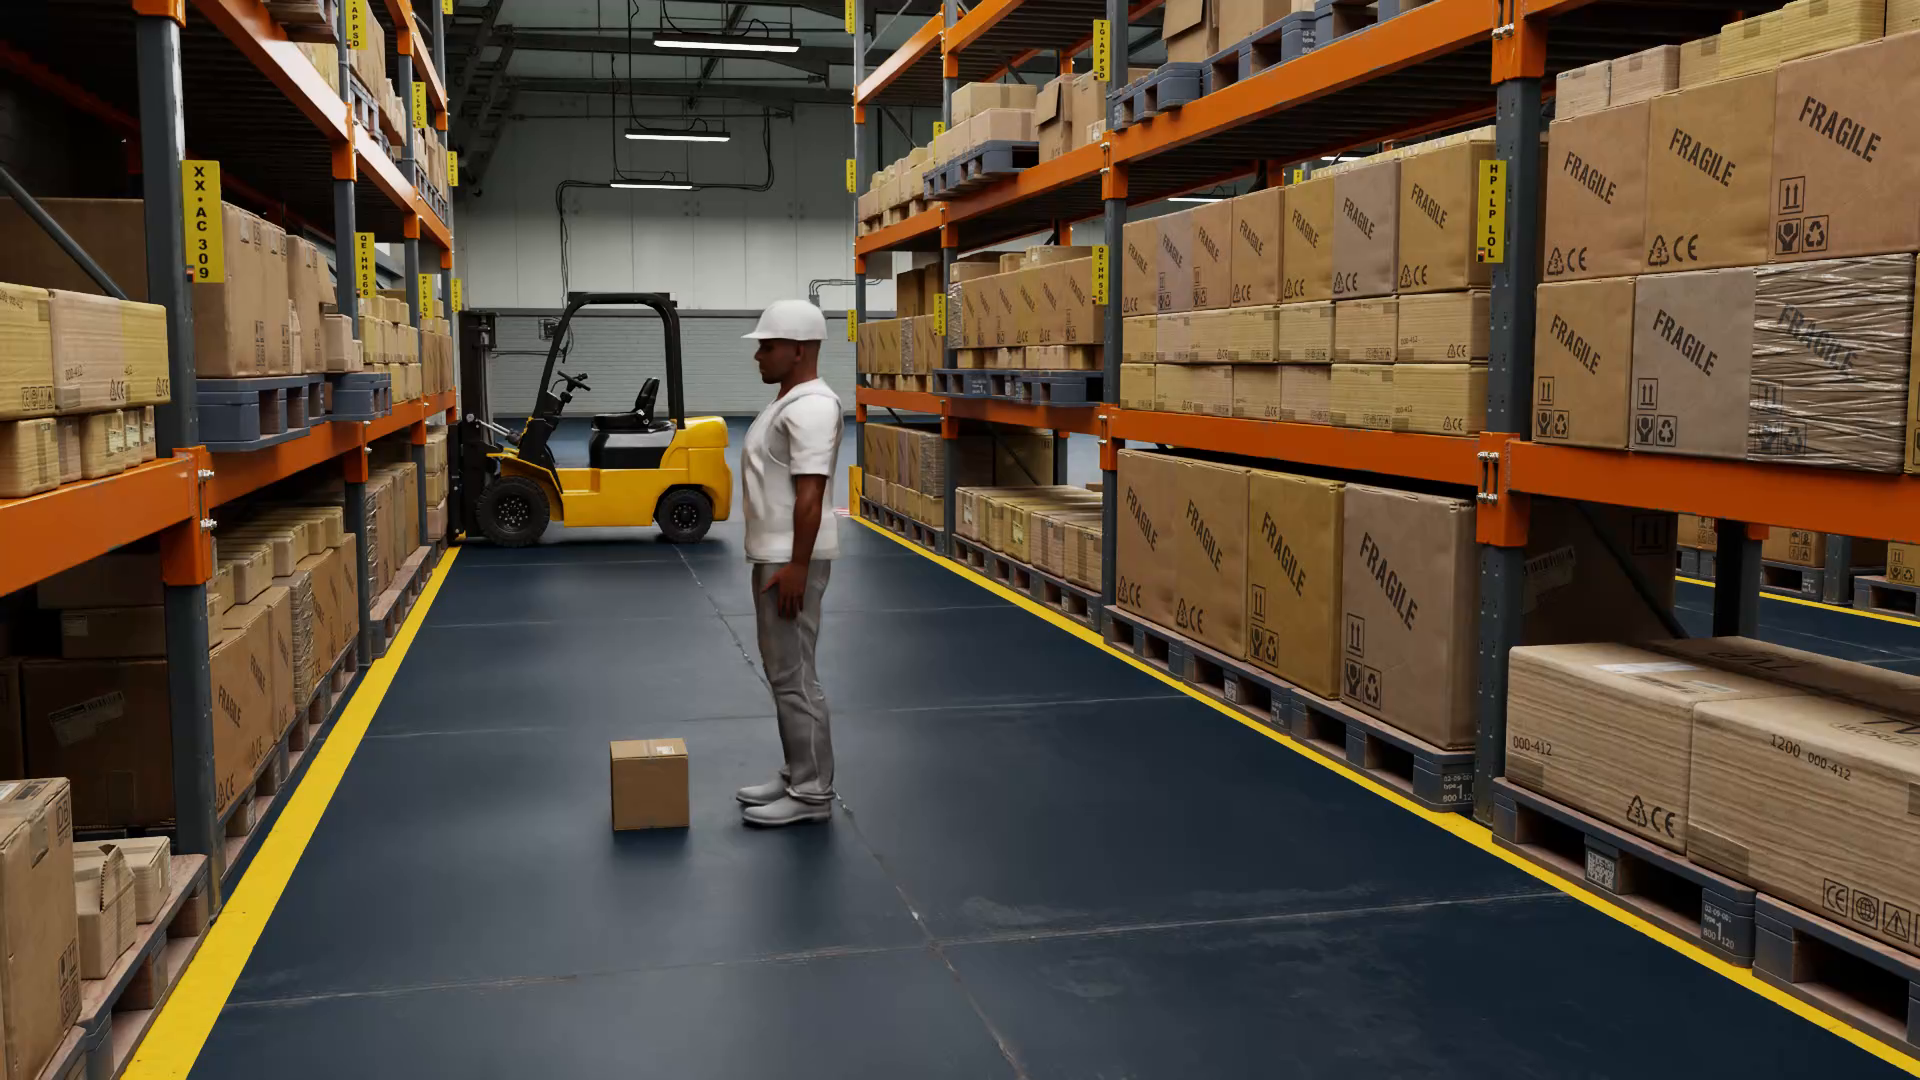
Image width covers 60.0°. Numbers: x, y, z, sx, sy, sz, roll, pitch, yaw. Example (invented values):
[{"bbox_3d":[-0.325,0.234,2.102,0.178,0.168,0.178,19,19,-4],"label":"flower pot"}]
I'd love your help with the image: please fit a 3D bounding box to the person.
[{"bbox_3d":[-0.585,0.068,5.697,0.367,1.766,0.562,-1,6,-12],"label":"person"}]
